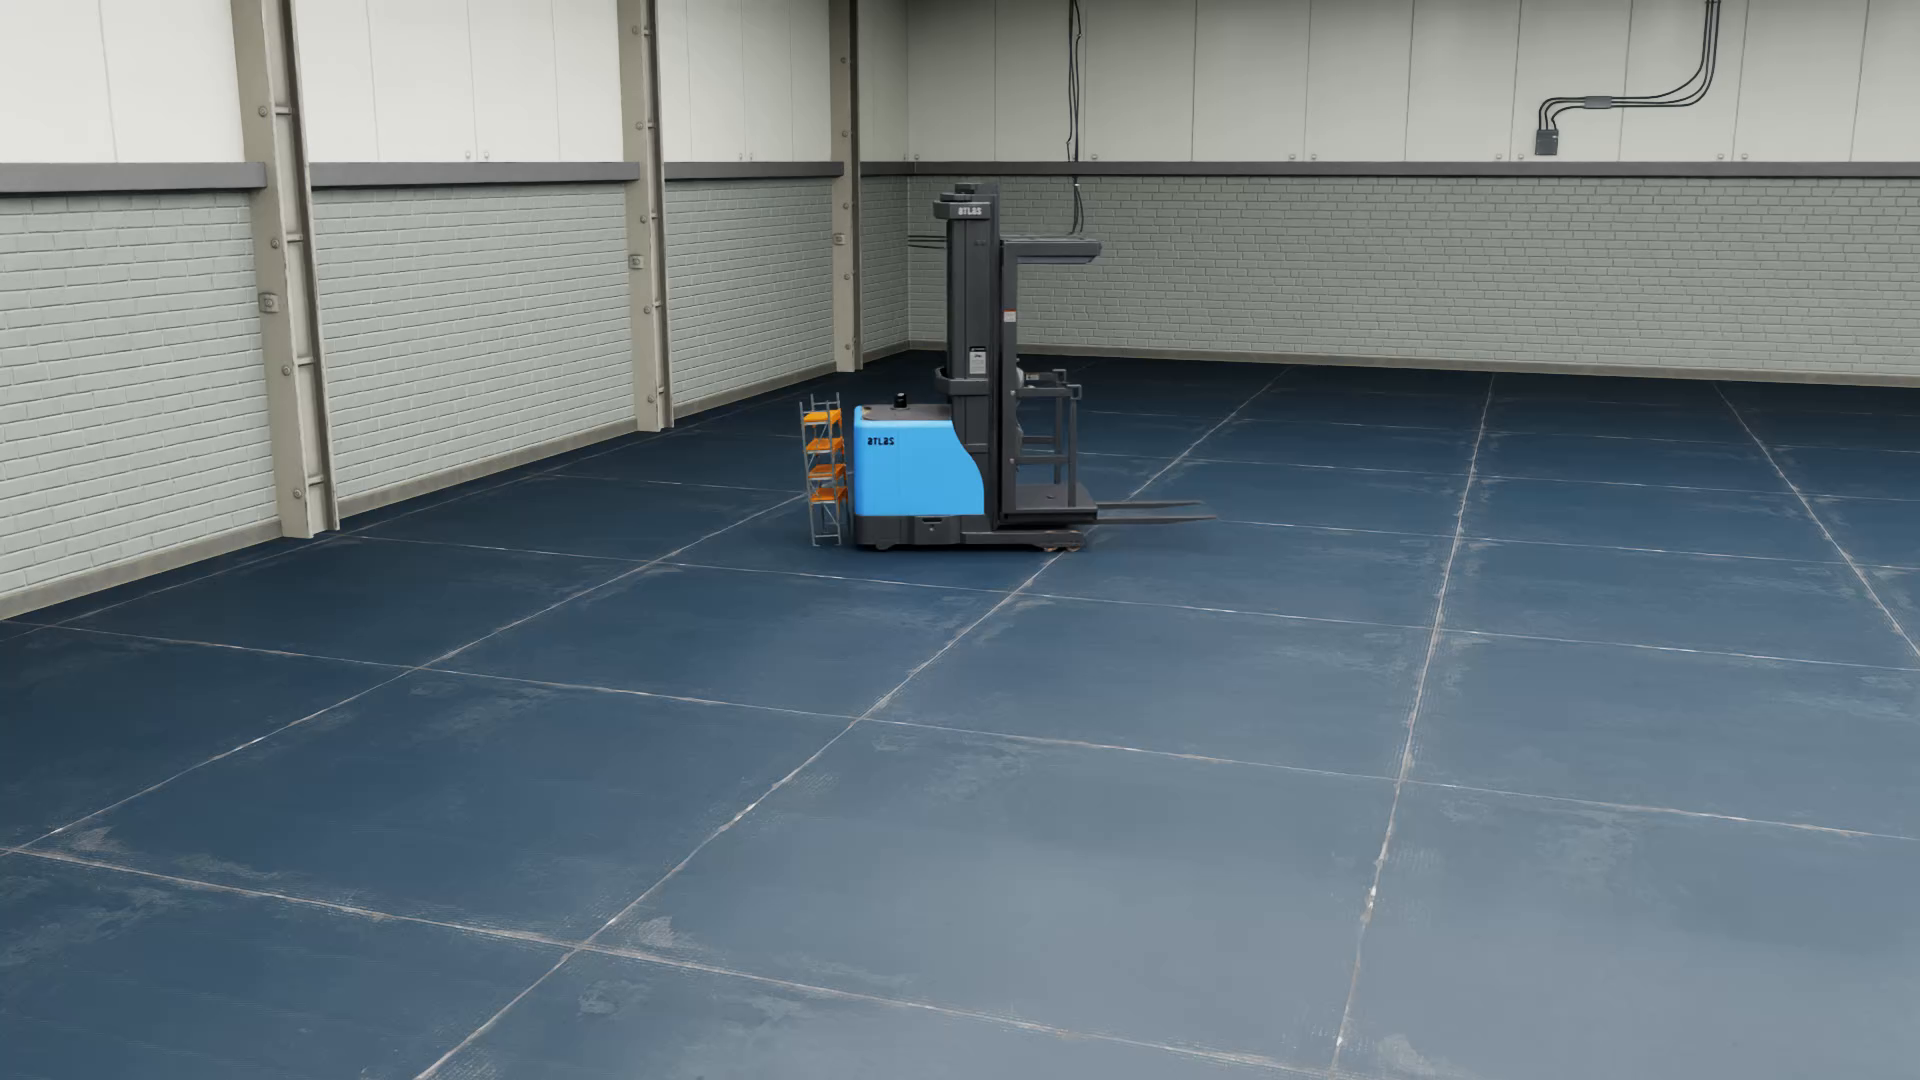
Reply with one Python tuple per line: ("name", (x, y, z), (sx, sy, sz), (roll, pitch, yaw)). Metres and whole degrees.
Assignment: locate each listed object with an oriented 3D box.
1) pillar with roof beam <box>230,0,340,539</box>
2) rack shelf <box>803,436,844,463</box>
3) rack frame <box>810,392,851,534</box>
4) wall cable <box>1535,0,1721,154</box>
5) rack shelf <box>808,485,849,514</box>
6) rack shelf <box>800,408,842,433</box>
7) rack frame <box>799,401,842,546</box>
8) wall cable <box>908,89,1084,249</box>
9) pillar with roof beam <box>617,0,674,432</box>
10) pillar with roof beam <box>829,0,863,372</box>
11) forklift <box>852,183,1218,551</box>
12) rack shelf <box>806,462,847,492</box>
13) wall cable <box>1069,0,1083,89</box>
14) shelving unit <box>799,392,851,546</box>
("pillar with roof beam", (-1.504, -4.142, 11.912), (9.100, 9.000, 0.400), (4, 14, 18))
("rack shelf", (-1.129, -0.745, 13.814), (0.258, 0.148, 0.480), (-3, 12, 6))
("rack frame", (-1.094, -0.646, 14.084), (0.240, 1.200, 0.015), (-3, 12, 6))
("wall cable", (9.487, -8.475, 23.253), (2.305, 6.003, 0.169), (4, 14, 18))
("rack shelf", (-1.098, -0.333, 13.904), (0.258, 0.148, 0.480), (-3, 12, 6))
("rack shelf", (-1.146, -0.975, 13.763), (0.258, 0.148, 0.480), (-3, 12, 6))
("rack frame", (-1.141, -0.538, 13.610), (0.240, 1.200, 0.015), (-3, 12, 6))
("wall cable", (0.510, -5.990, 26.986), (3.097, 2.526, 0.112), (4, 14, 18))
("pillar with roof beam", (0.437, -5.405, 17.447), (9.100, 9.000, 0.400), (4, 14, 18))
("pillar with roof beam", (2.379, -6.669, 22.982), (9.100, 9.000, 0.400), (4, 14, 18))
("forklift", (0.617, -1.455, 13.774), (3.031, 2.935, 1.130), (-1, 13, -3))
("rack shelf", (-1.113, -0.527, 13.862), (0.258, 0.148, 0.480), (-3, 12, 6))
("wall cable", (3.070, -8.257, 25.571), (3.097, 2.526, 0.112), (4, 14, 18))
("shelving unit", (-1.117, -0.592, 13.847), (0.258, 1.200, 0.503), (-3, 12, 6))
